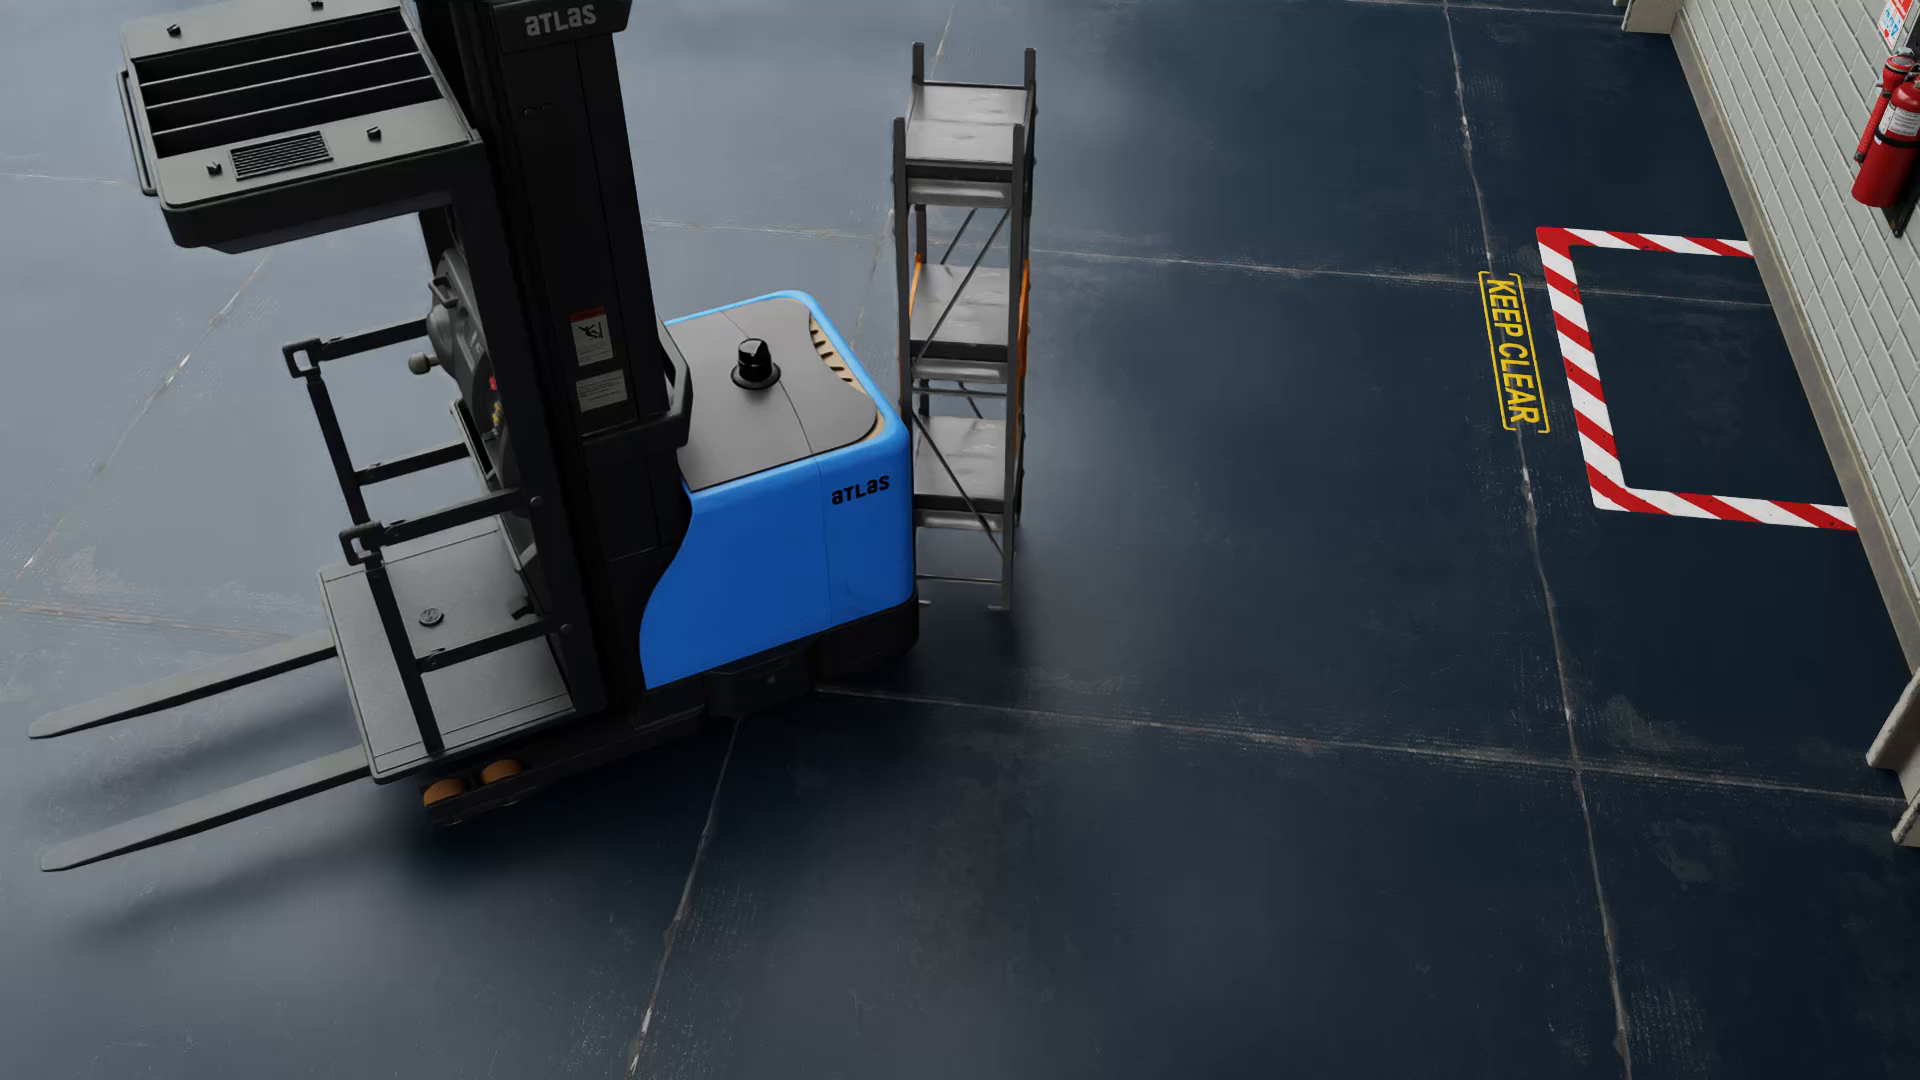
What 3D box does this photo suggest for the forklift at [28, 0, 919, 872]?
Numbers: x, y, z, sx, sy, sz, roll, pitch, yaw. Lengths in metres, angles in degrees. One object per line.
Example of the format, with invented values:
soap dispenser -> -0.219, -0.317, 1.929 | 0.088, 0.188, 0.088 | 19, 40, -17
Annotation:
forklift -> -1.711, -0.501, 5.147 | 3.031, 2.935, 1.130 | -18, 46, -18

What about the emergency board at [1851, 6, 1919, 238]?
emergency board -> 3.727, -1.856, 6.529 | 0.194, 1.169, 0.643 | 5, 44, 6

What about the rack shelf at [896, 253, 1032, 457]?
rack shelf -> 0.021, -0.661, 5.940 | 0.431, 0.518, 0.480 | 4, 44, 4

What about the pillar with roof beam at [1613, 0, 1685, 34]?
pillar with roof beam -> -0.112, -6.834, 7.423 | 9.100, 9.000, 0.400 | 5, 44, 6

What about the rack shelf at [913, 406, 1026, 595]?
rack shelf -> 0.021, -0.152, 6.421 | 0.431, 0.518, 0.480 | 4, 44, 4

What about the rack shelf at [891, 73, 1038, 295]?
rack shelf -> 0.021, -1.170, 5.459 | 0.431, 0.518, 0.480 | 4, 44, 4

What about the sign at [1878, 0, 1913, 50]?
sign -> 3.902, -2.237, 6.904 | 0.001, 0.329, 0.234 | 5, 44, 6

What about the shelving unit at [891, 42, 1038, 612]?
shelving unit -> 0.021, -0.671, 5.931 | 0.431, 2.100, 0.503 | 4, 44, 4

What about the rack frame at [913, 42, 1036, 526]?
rack frame -> 0.045, -0.838, 6.107 | 0.400, 2.100, 0.015 | 4, 44, 4

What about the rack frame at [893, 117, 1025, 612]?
rack frame -> -0.004, -0.504, 5.754 | 0.400, 2.100, 0.015 | 4, 44, 4
